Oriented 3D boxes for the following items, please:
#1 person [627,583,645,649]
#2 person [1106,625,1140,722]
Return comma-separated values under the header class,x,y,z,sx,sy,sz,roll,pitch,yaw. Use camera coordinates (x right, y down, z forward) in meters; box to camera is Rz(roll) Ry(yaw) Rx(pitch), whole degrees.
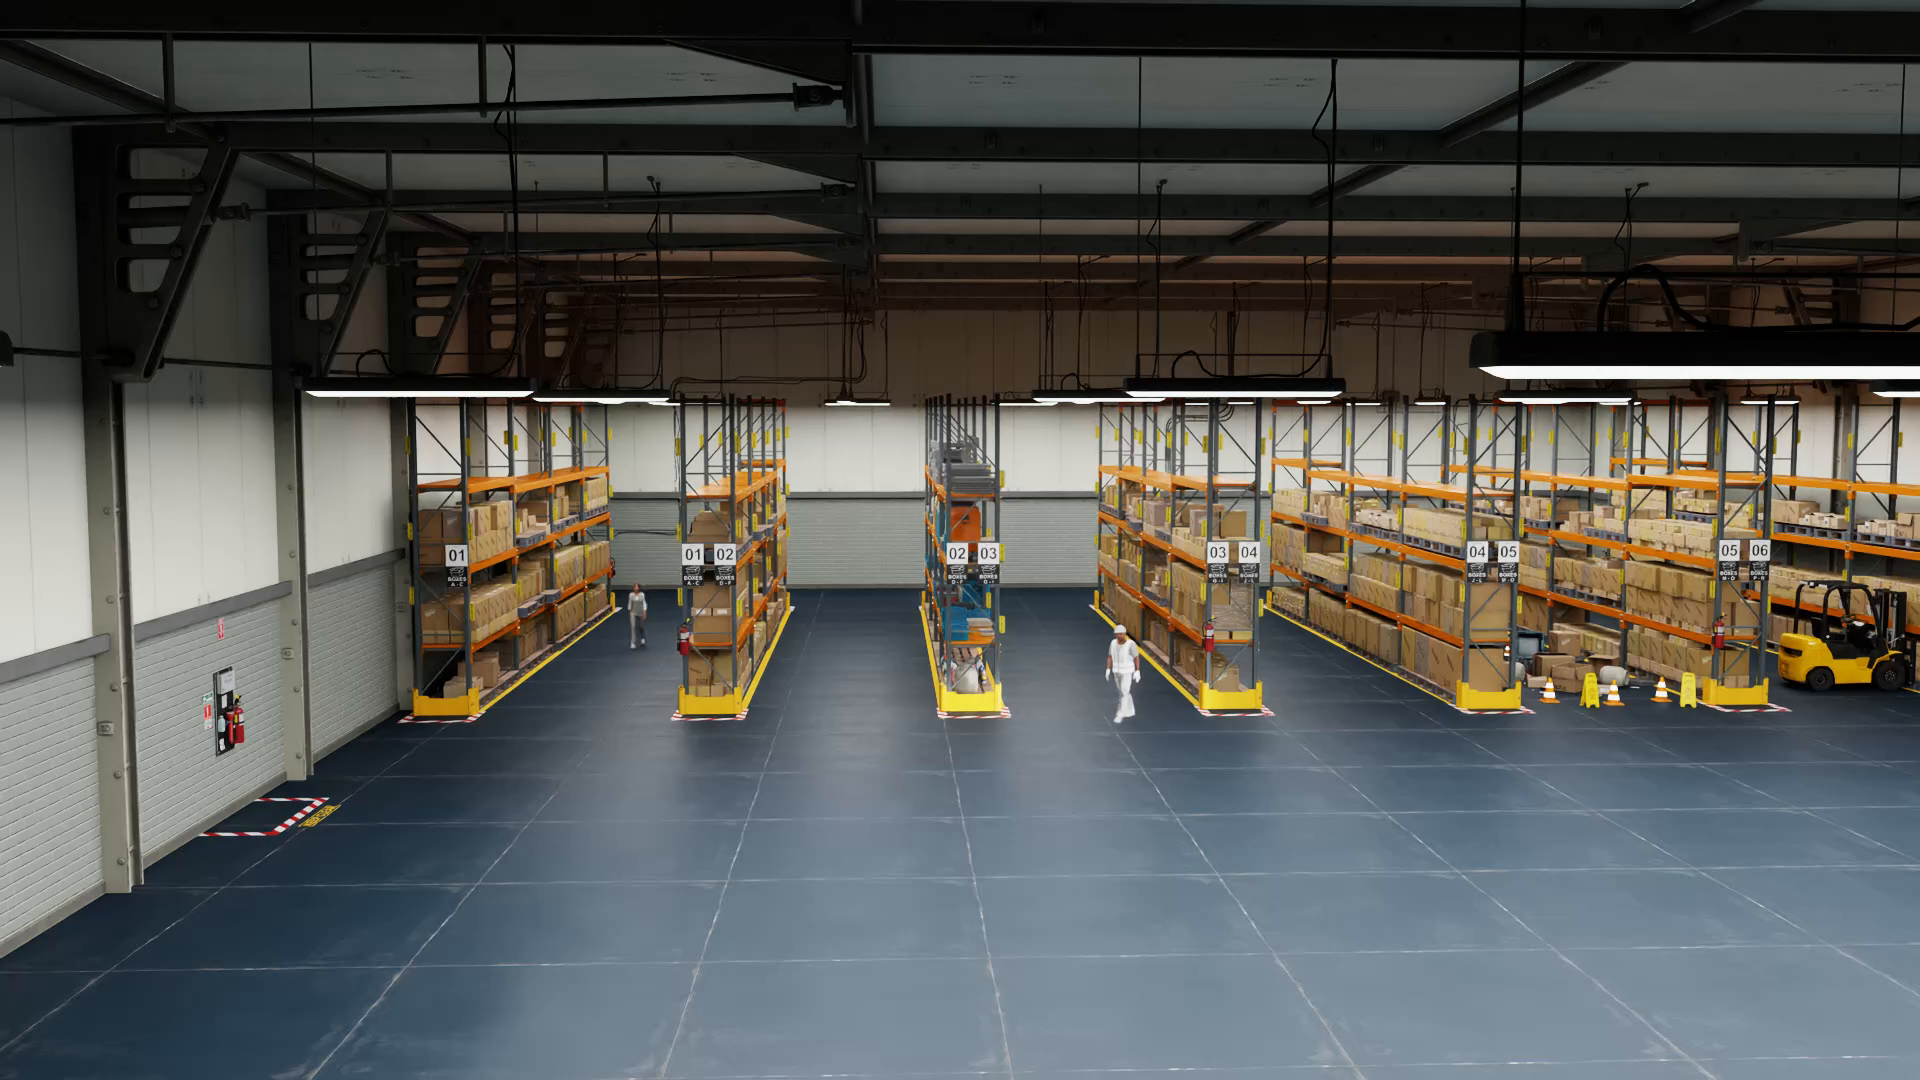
class,x,y,z,sx,sy,sz,roll,pitch,yaw
person,-7.738,1.786,39.774,0.449,1.545,0.941,0,5,-2
person,2.933,2.423,30.425,1.004,1.728,0.575,-4,6,-43
